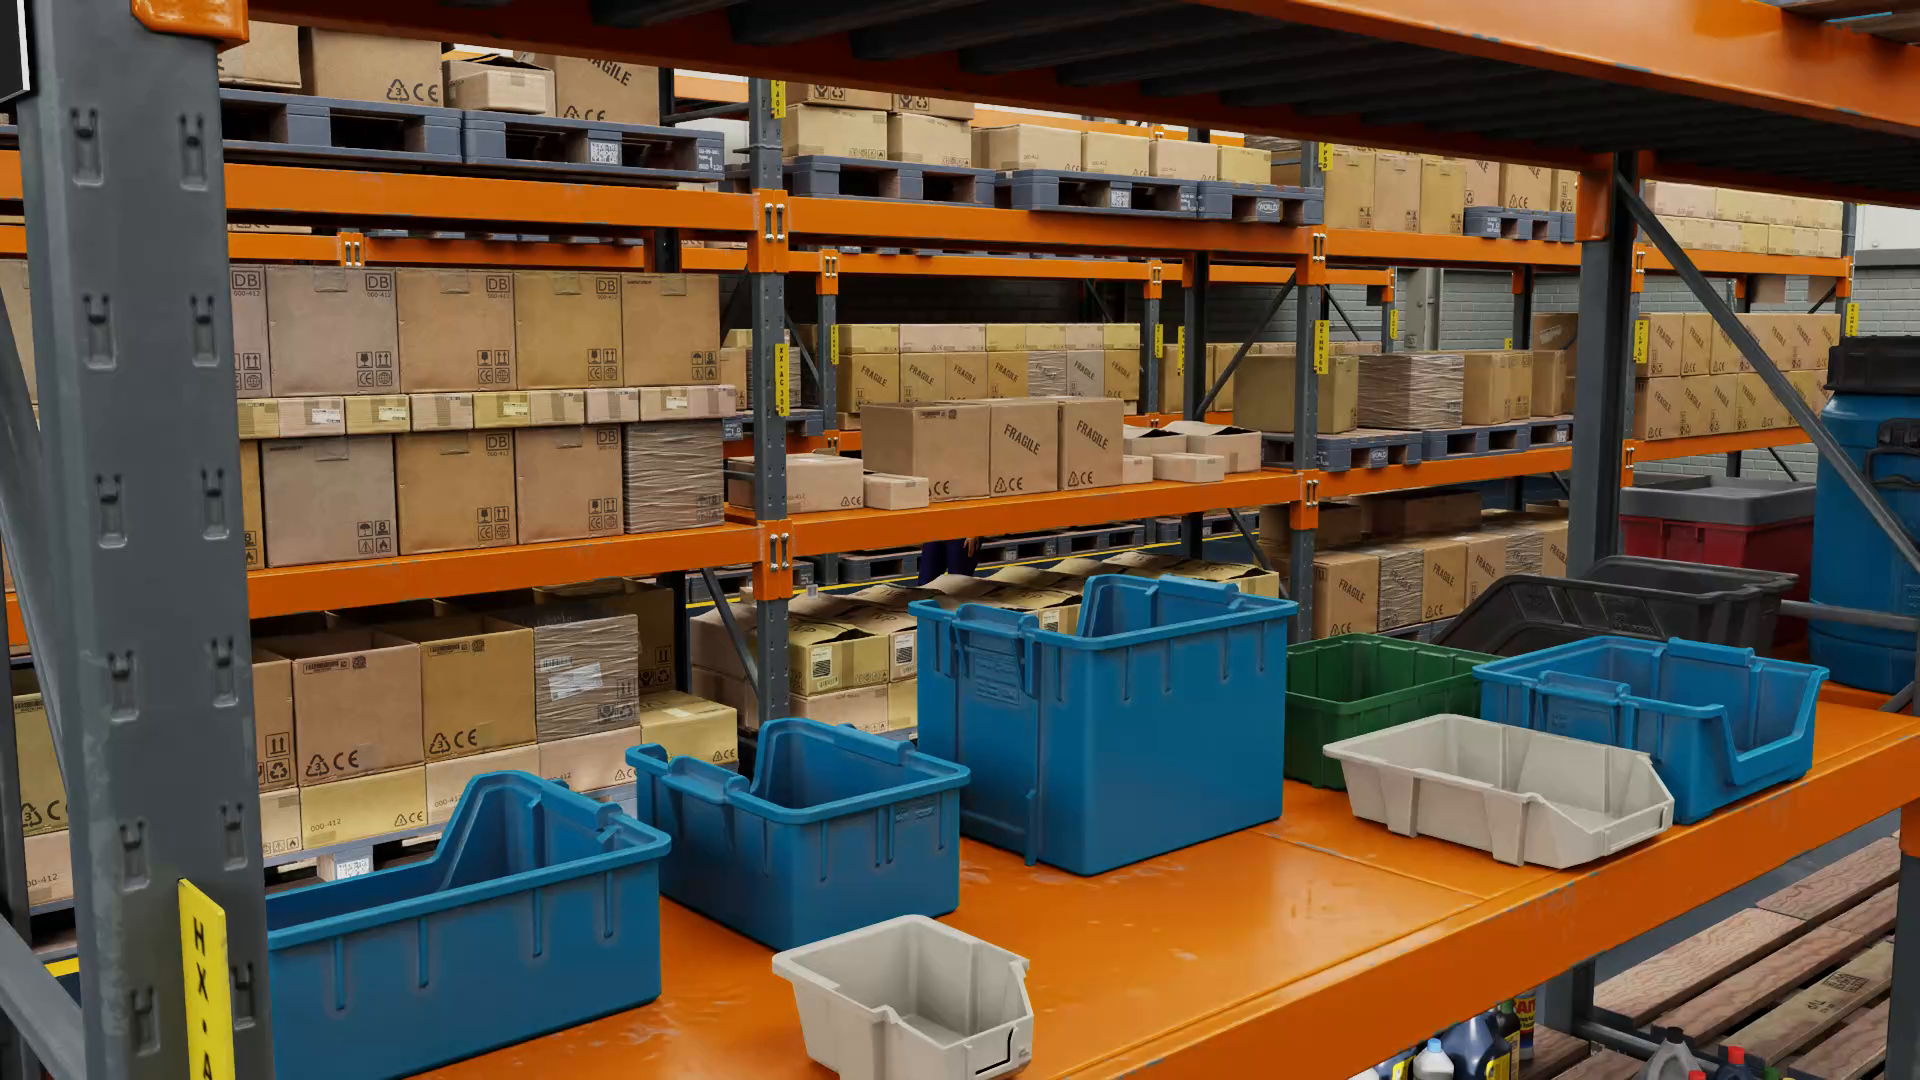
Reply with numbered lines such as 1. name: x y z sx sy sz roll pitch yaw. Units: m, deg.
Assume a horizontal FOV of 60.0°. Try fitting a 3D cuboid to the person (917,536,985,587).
1. person: -0.140 0.259 11.166 0.501 1.034 0.525 -7 10 -41
